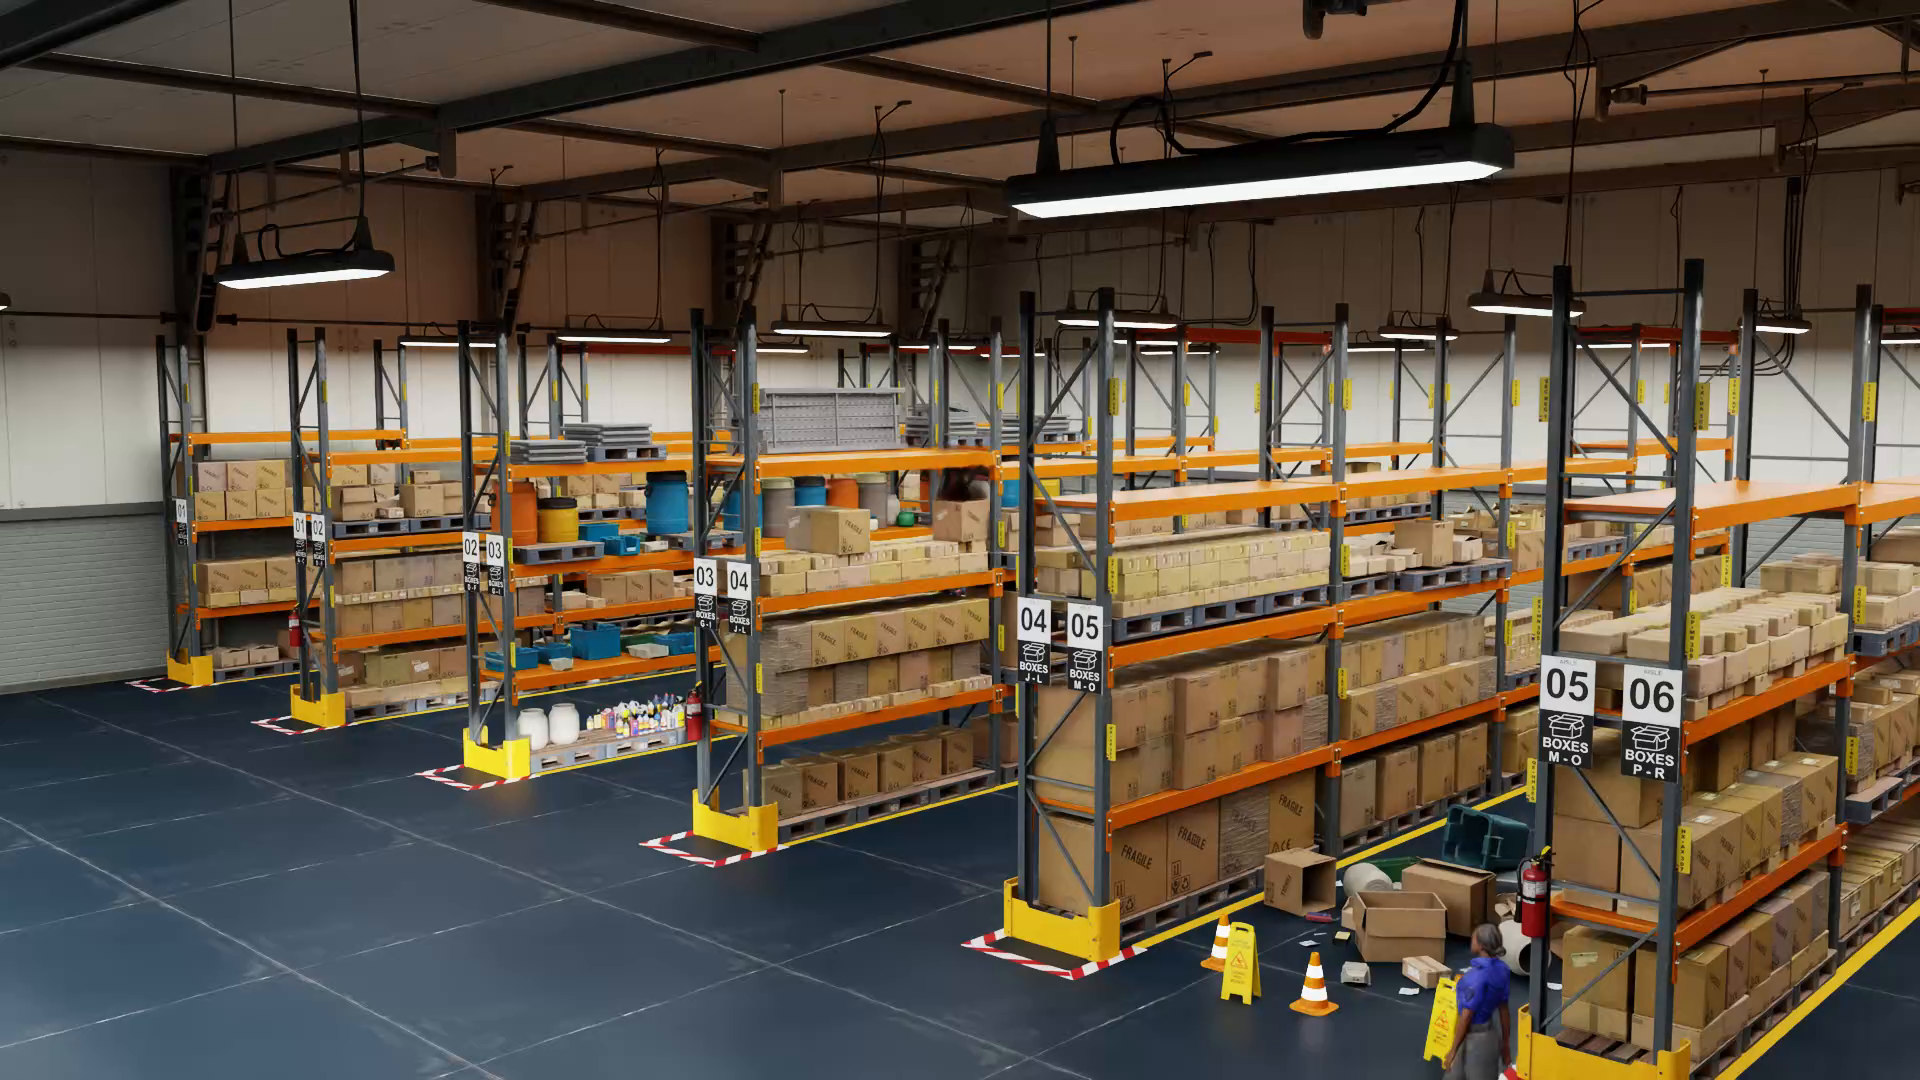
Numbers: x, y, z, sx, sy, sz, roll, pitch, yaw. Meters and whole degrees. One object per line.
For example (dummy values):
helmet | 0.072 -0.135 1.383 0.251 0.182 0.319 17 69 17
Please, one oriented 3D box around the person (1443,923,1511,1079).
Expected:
person | 3.449 3.326 10.975 0.924 1.621 0.425 2 6 23

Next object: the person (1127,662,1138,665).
person | 2.125 2.325 21.451 0.687 1.661 1.028 5 8 45
